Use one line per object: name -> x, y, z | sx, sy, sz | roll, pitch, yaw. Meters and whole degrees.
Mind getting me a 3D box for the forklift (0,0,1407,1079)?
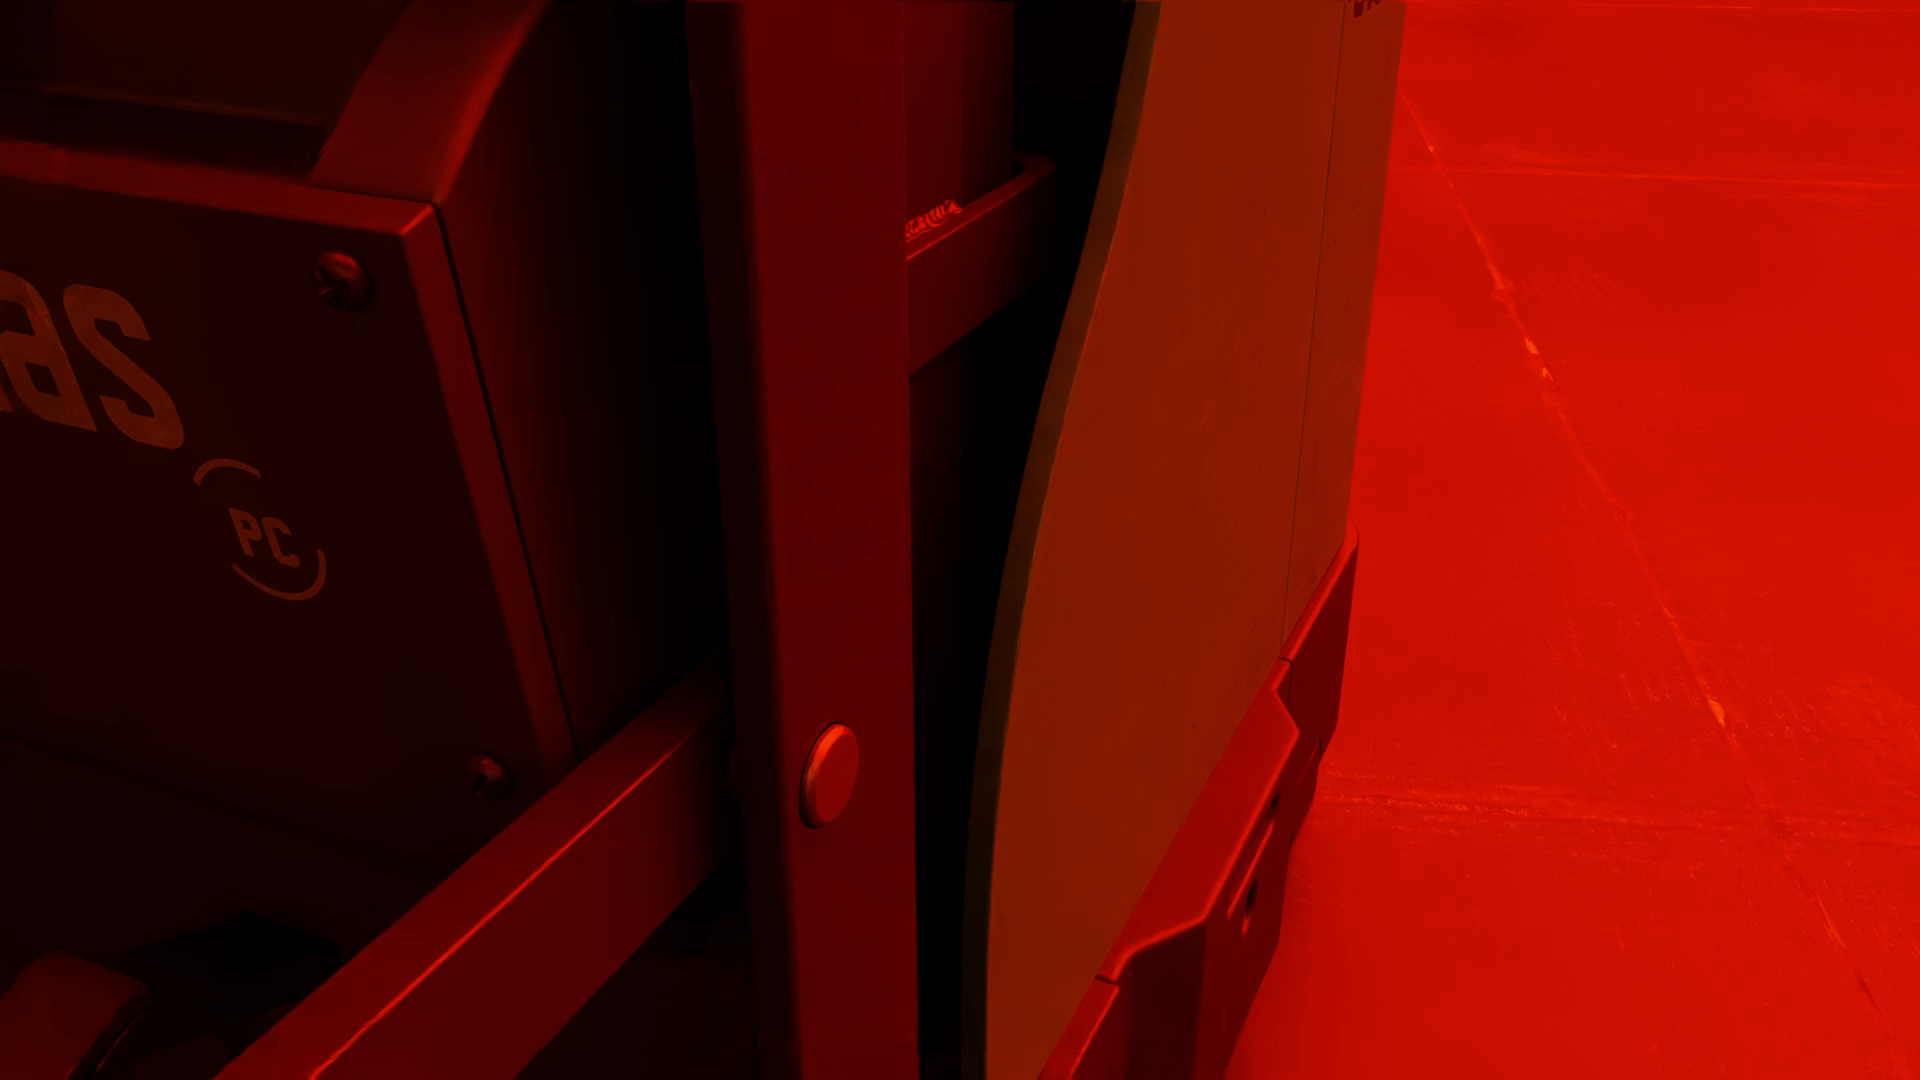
forklift -> -0.639, -0.556, 0.332 | 1.130, 2.935, 3.031 | 12, 29, 22
